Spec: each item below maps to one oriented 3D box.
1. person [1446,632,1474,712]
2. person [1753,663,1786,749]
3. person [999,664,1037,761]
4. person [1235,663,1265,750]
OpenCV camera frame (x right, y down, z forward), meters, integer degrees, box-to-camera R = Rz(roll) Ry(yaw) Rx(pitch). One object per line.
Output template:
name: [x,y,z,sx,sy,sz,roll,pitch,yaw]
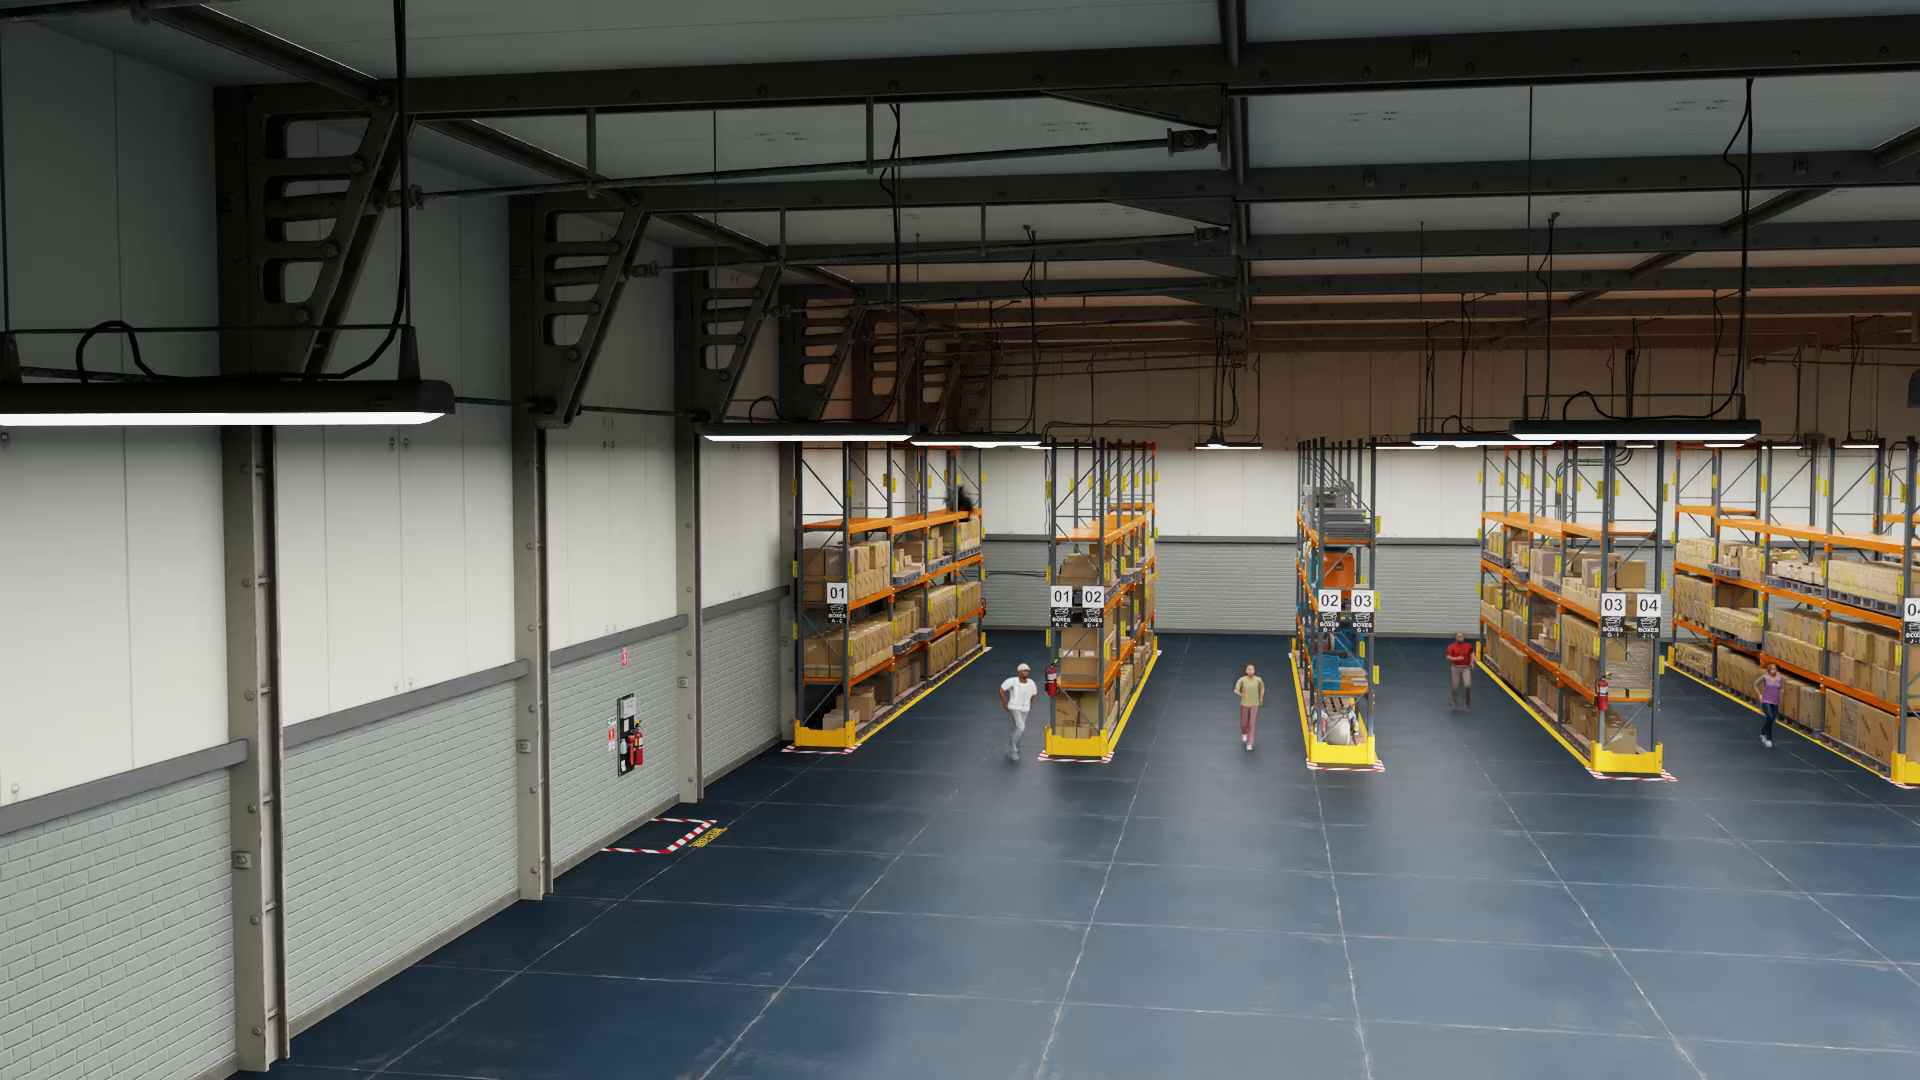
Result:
person: [11.077,2.932,36.784,0.650,1.792,0.752,0,3,7]
person: [15.759,3.215,32.340,0.519,1.644,0.722,0,3,0]
person: [1.141,3.209,31.127,0.669,1.798,0.705,-2,4,-32]
person: [5.595,3.195,32.117,0.584,1.641,0.772,0,3,7]
